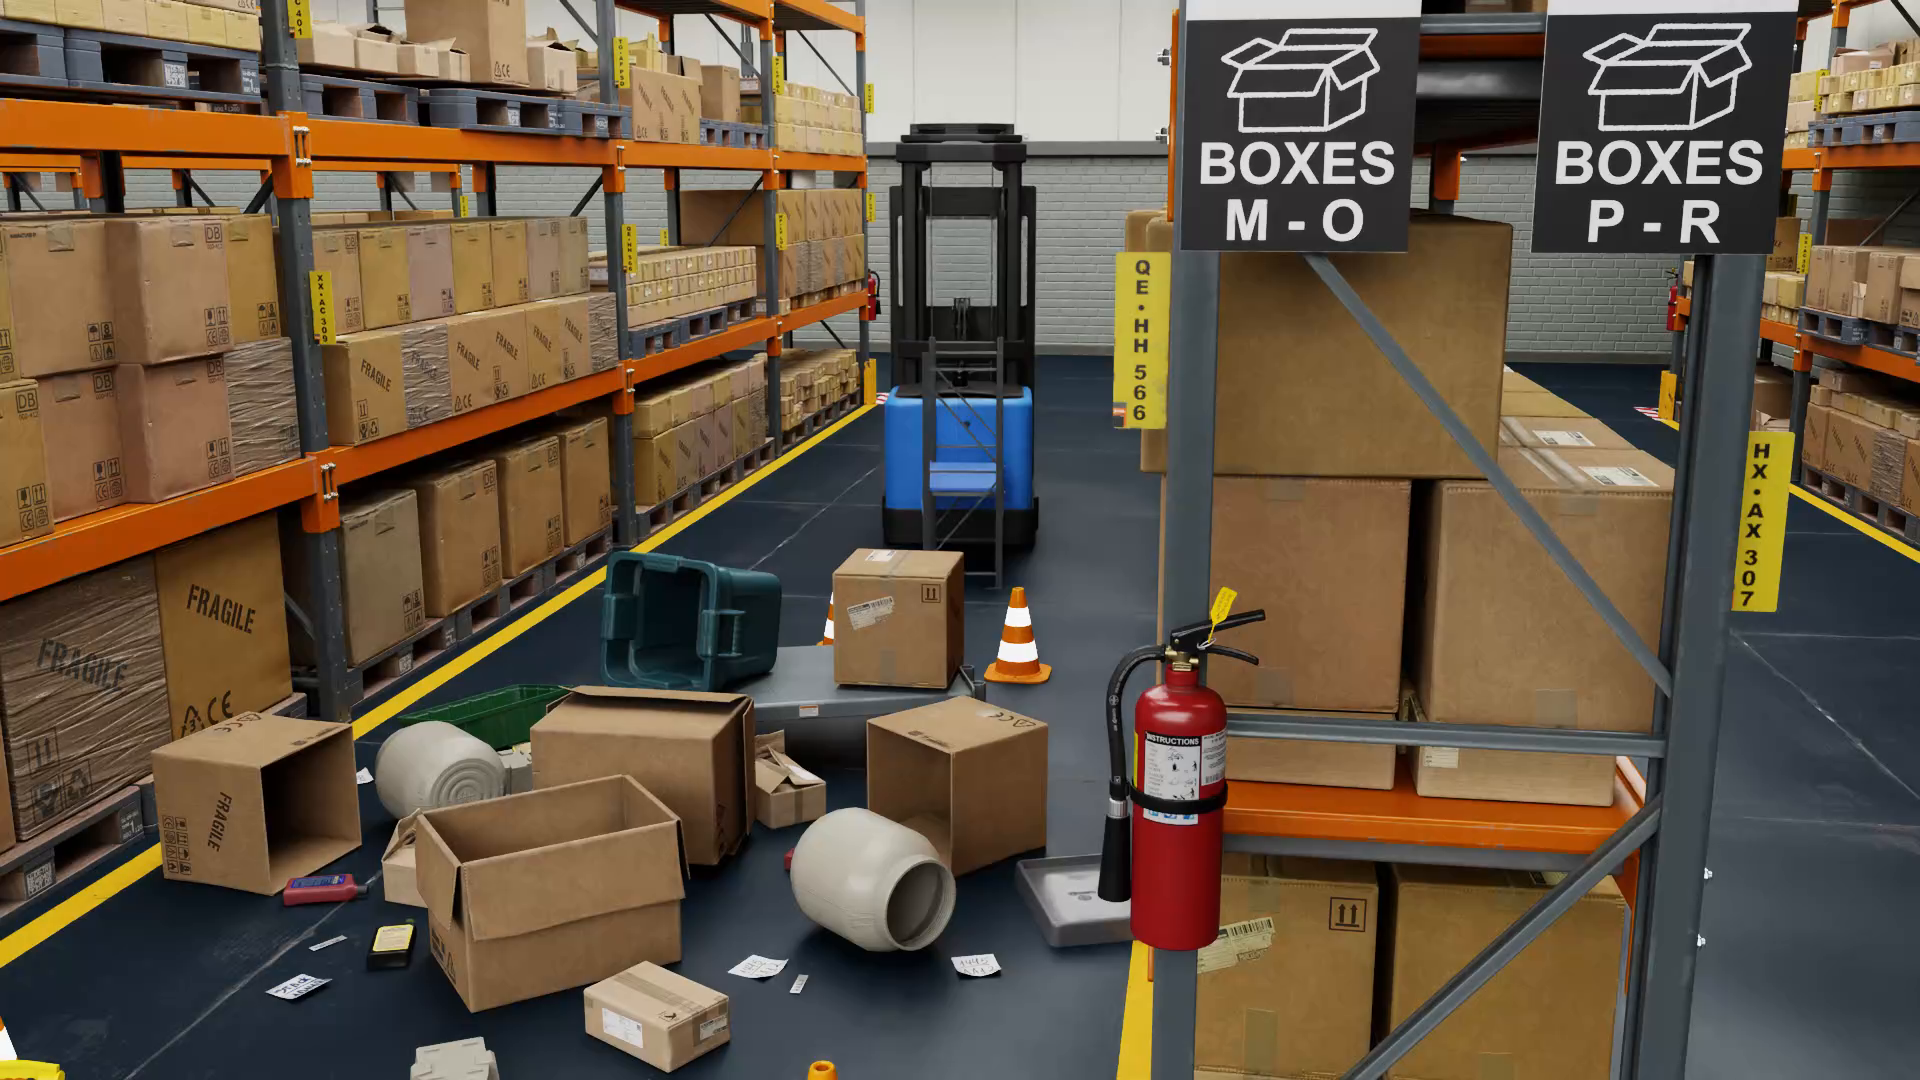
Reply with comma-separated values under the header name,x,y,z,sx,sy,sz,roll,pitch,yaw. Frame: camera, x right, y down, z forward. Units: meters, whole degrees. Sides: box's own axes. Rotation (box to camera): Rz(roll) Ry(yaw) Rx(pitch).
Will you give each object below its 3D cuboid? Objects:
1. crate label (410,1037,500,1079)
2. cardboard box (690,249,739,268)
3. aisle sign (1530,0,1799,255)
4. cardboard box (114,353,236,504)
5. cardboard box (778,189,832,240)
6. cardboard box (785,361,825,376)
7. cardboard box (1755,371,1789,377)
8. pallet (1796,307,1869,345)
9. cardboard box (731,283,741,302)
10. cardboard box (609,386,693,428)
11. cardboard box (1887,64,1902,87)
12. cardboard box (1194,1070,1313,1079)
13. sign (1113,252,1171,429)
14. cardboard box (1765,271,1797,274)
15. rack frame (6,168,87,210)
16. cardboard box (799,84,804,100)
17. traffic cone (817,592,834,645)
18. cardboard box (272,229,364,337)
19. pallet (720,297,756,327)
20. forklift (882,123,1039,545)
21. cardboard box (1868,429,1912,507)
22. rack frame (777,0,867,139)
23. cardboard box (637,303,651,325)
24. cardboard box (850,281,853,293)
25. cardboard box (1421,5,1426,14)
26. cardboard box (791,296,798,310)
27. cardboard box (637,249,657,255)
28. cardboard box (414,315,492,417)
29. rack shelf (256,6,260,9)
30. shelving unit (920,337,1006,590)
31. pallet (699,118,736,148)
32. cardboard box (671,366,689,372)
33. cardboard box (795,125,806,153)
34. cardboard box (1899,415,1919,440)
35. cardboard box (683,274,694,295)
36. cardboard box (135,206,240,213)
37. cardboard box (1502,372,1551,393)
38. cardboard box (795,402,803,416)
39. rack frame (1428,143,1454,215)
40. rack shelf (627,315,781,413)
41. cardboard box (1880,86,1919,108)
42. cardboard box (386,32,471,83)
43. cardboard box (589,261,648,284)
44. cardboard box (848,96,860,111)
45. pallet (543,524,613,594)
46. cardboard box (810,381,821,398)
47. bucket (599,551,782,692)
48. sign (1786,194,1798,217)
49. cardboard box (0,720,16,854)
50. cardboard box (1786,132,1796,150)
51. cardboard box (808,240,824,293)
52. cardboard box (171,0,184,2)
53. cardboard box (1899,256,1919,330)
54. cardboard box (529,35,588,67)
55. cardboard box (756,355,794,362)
name,x,y,z,sx,sy,sz,roll,pitch,yaw
crate label,-1.416,1.511,4.655,0.250,0.136,0.298,-5,13,-21
cardboard box,-2.130,-2.437,14.368,0.380,0.149,0.250,1,12,7
aisle sign,1.179,-0.874,2.757,0.394,0.787,0.004,2,12,9
cardboard box,-3.517,-0.479,6.739,0.875,0.550,0.550,2,12,9
cardboard box,-1.616,-3.351,17.108,0.500,0.500,0.500,1,12,7
cardboard box,-1.644,-1.811,17.633,0.380,0.149,0.250,1,12,7
cardboard box,7.710,-1.372,16.176,0.500,0.500,0.500,2,12,10
pallet,7.402,-1.707,13.250,1.003,0.211,1.213,2,12,9
cardboard box,-2.124,-2.151,14.452,0.380,0.149,0.250,2,12,8
cardboard box,-2.371,-1.022,12.771,0.500,0.250,0.500,2,12,8
cardboard box,7.023,-3.388,12.132,0.380,0.149,0.250,2,12,9
cardboard box,0.744,1.331,4.227,0.500,0.250,0.500,2,12,8
sign,0.337,-0.369,3.085,0.100,0.325,0.005,2,12,9
cardboard box,7.622,-2.358,15.465,0.500,0.250,0.500,2,12,8
rack frame,-11.343,-3.438,20.827,1.000,3.000,0.127,2,12,9
cardboard box,-1.733,-4.365,16.230,0.380,0.149,0.250,1,12,7
traffic cone,-0.639,0.385,9.107,0.336,0.463,0.334,2,12,9
cardboard box,-3.339,-1.239,8.012,0.700,0.500,0.500,2,12,8
pallet,-2.441,-2.015,14.679,1.003,0.211,1.213,2,12,9
forklift,0.027,-1.657,12.724,1.130,2.935,3.031,0,12,1
cardboard box,7.097,-0.531,12.274,0.500,0.500,0.500,1,12,7
rack frame,-1.564,-6.029,18.607,1.000,3.000,0.127,2,12,9
cardboard box,-2.485,-1.655,12.154,0.380,0.149,0.250,2,12,11
cardboard box,-1.410,-2.845,18.673,0.380,0.149,0.250,2,12,9
cardboard box,1.331,-1.247,4.137,0.380,0.149,0.250,1,12,7
cardboard box,-1.809,-2.358,16.413,0.380,0.149,0.250,1,12,6
cardboard box,-2.814,-2.406,14.225,0.380,0.149,0.250,2,12,8
cardboard box,-2.906,-0.957,9.075,0.500,0.500,0.500,2,12,8
rack shelf,-7.372,-4.414,13.772,1.077,0.370,4.000,2,12,9
shelving unit,0.030,-0.527,10.880,0.538,1.500,1.048,0,12,1
pallet,-2.536,-3.297,13.496,1.213,0.211,1.003,2,12,9
cardboard box,-2.633,-1.357,14.326,0.500,0.250,0.500,2,12,10
cardboard box,-1.779,-3.849,15.967,0.500,0.250,0.500,2,12,8
cardboard box,7.075,-0.818,12.064,0.380,0.149,0.250,1,12,6
cardboard box,-2.325,-2.021,13.143,0.380,0.149,0.250,2,12,8
cardboard box,-7.155,-2.851,15.484,0.797,0.503,0.637,2,12,7
cardboard box,1.453,-0.230,4.997,0.500,0.500,0.500,2,12,7
cardboard box,-1.788,-1.304,16.692,0.380,0.149,0.250,2,12,7
rack frame,1.497,-0.459,7.001,1.000,3.000,0.127,2,12,9
rack shelf,-2.487,-1.495,13.519,1.077,0.370,4.000,2,12,9
cardboard box,6.991,-3.247,12.182,0.380,0.149,0.250,2,12,10
cardboard box,-2.912,-2.635,9.066,0.396,0.266,0.258,2,12,9
cardboard box,-2.493,-1.950,12.108,0.380,0.149,0.250,2,12,7
cardboard box,-1.325,-4.849,18.478,0.380,0.149,0.250,2,12,8
pallet,-2.990,0.094,11.055,1.003,0.211,1.213,2,12,9
cardboard box,-1.644,-1.556,17.157,0.380,0.149,0.250,2,12,8
bucket,-1.152,0.362,7.354,0.726,0.611,0.620,7,4,28
sign,8.793,-3.495,17.591,0.100,0.325,0.005,2,12,9
cardboard box,-3.852,0.742,5.479,0.875,0.875,0.875,2,12,8
cardboard box,7.487,-3.498,14.582,0.380,0.149,0.250,2,12,11
cardboard box,-1.672,-2.759,16.734,0.500,0.500,0.500,2,12,7
cardboard box,-3.310,-2.174,6.259,0.500,0.250,0.500,2,12,8
cardboard box,7.086,-1.733,11.671,0.797,0.503,0.637,2,12,7
cardboard box,-2.925,-3.520,12.031,0.396,0.266,0.258,2,12,9
cardboard box,-2.026,-1.936,18.217,0.380,0.149,0.250,1,12,6
